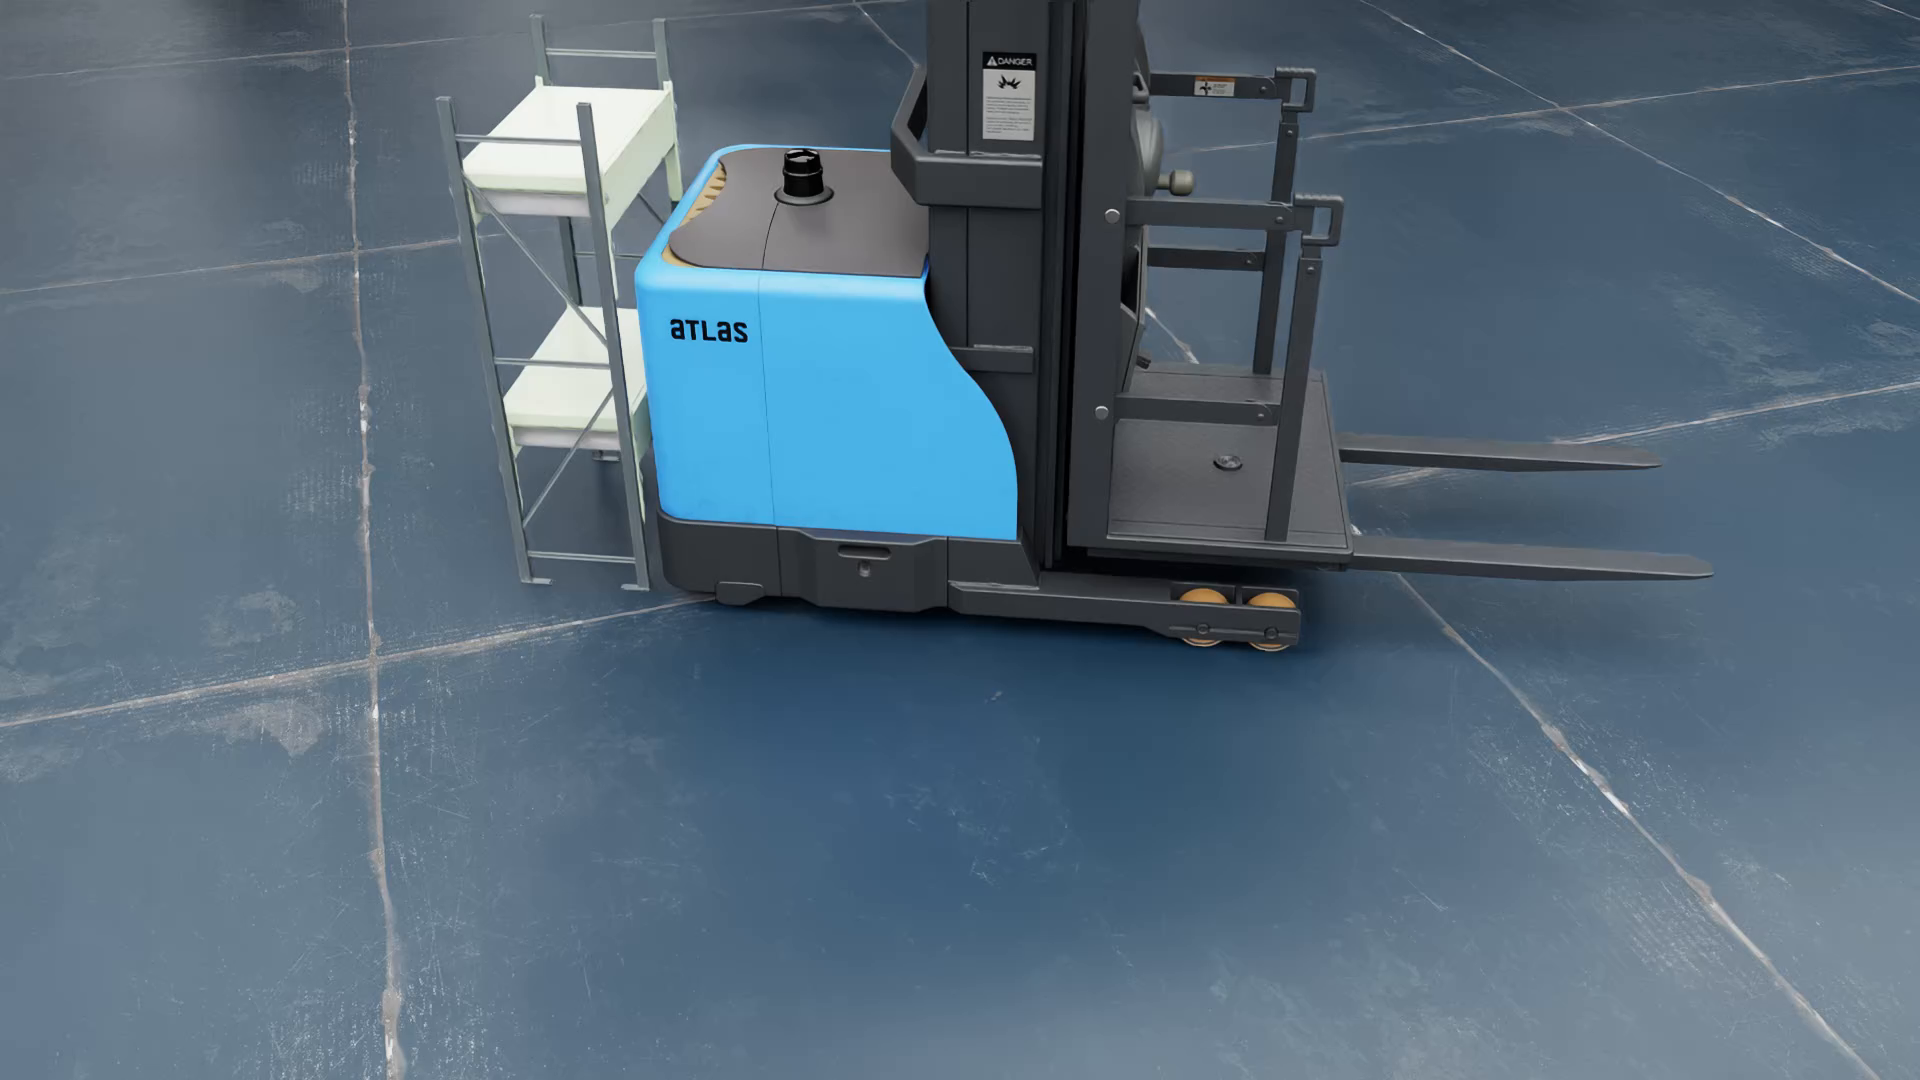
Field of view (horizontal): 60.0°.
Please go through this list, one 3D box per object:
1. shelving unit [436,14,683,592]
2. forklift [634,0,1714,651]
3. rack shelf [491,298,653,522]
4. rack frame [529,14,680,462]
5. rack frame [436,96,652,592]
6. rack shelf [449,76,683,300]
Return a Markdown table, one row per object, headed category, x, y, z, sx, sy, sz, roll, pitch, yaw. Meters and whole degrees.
| category | x | y | z | sx | sy | sz | roll | pitch | yaw |
| --- | --- | --- | --- | --- | --- | --- | --- | --- | --- |
| shelving unit | -1.092 | -0.688 | 4.931 | 0.431 | 1.500 | 0.755 | 4 | 34 | 5 |
| forklift | 0.666 | -1.214 | 4.429 | 3.031 | 2.935 | 1.130 | 4 | 34 | 5 |
| rack shelf | -1.092 | -0.416 | 5.111 | 0.431 | 0.370 | 0.720 | 4 | 34 | 5 |
| rack frame | -1.051 | -0.889 | 5.234 | 0.400 | 1.500 | 0.023 | 4 | 34 | 5 |
| rack frame | -1.132 | -0.488 | 4.627 | 0.400 | 1.500 | 0.023 | 4 | 34 | 5 |
| rack shelf | -1.092 | -1.014 | 4.716 | 0.431 | 0.370 | 0.720 | 4 | 34 | 5 |
